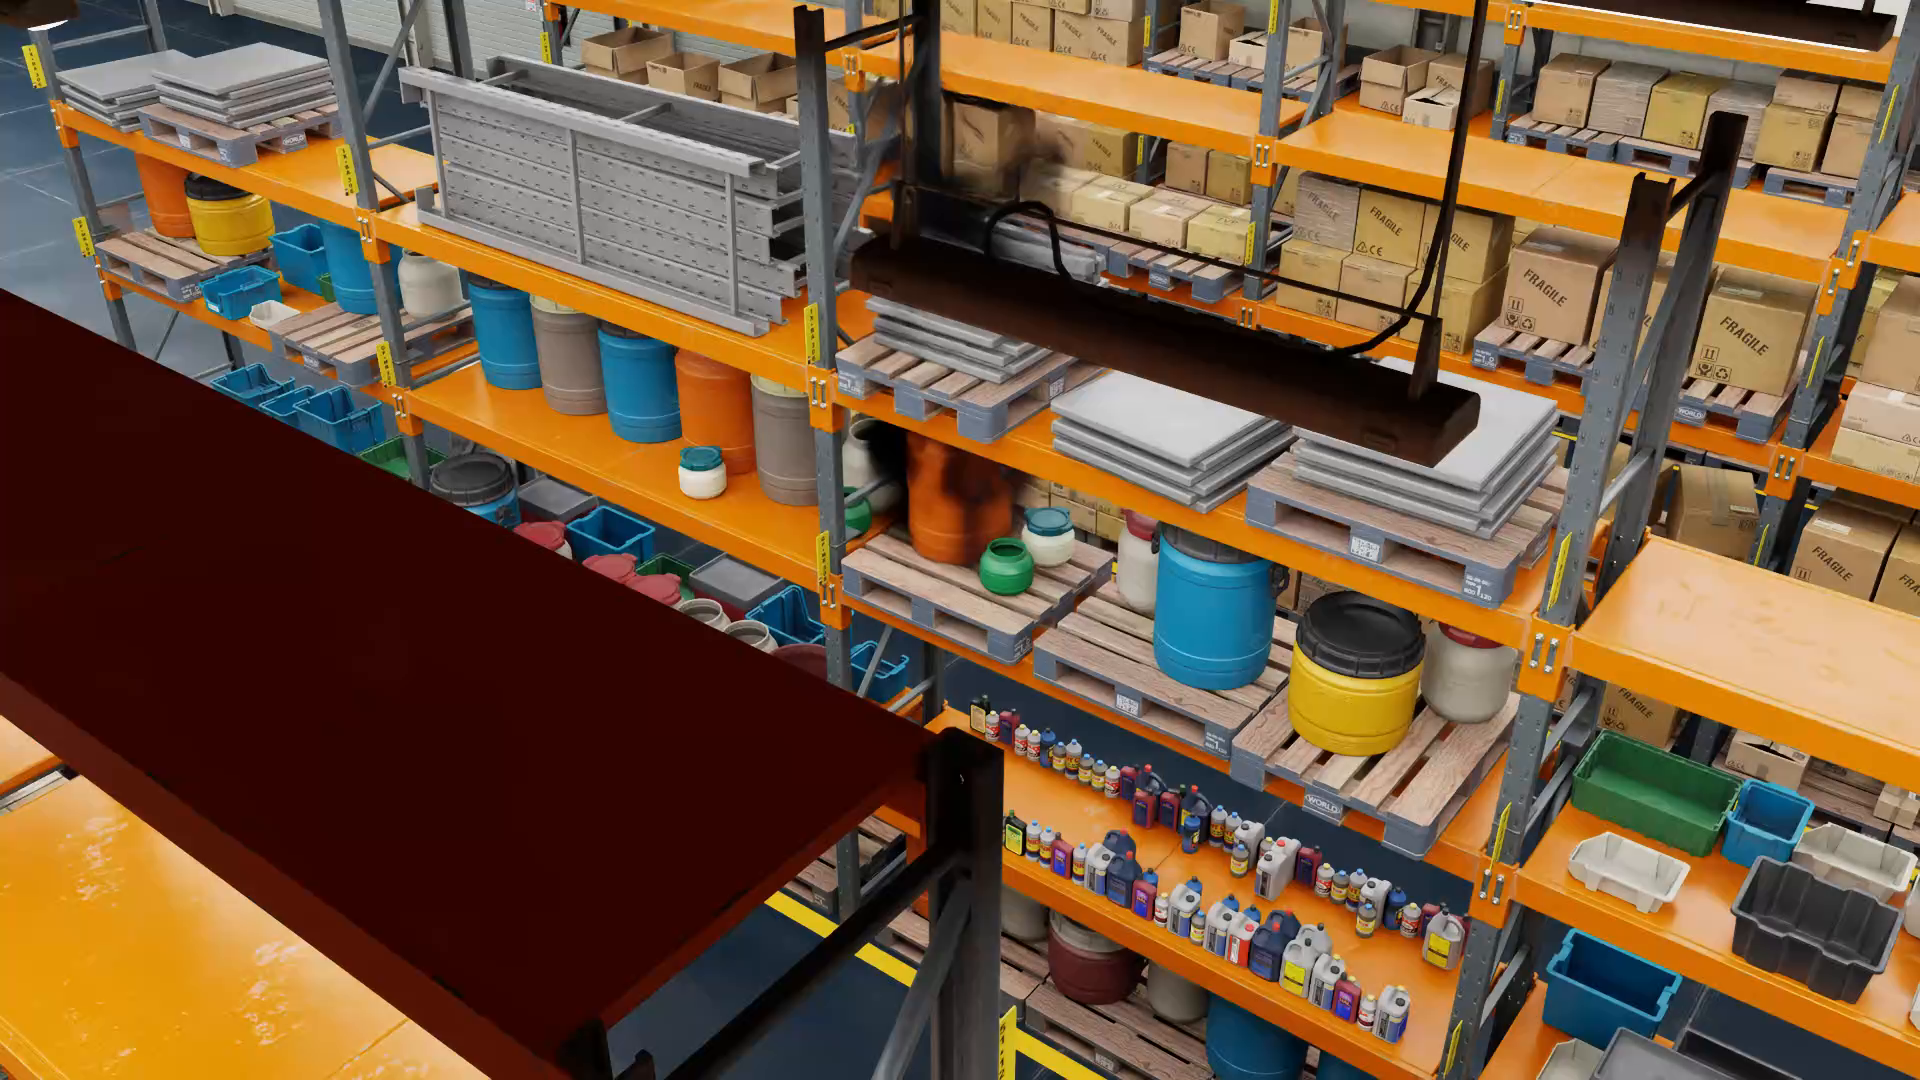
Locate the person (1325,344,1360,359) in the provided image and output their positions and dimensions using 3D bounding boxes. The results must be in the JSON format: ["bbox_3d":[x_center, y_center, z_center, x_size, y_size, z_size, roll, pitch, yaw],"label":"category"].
[{"bbox_3d":[3.569,-1.484,16.021,0.589,1.737,0.669,16,35,24],"label":"person"}]

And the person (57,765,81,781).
[{"bbox_3d":[-5.917,1.451,11.231,0.651,1.729,0.703,13,34,21],"label":"person"}]

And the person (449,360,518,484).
[{"bbox_3d":[-4.529,-1.155,15.515,0.932,1.754,0.712,16,35,24],"label":"person"}]
